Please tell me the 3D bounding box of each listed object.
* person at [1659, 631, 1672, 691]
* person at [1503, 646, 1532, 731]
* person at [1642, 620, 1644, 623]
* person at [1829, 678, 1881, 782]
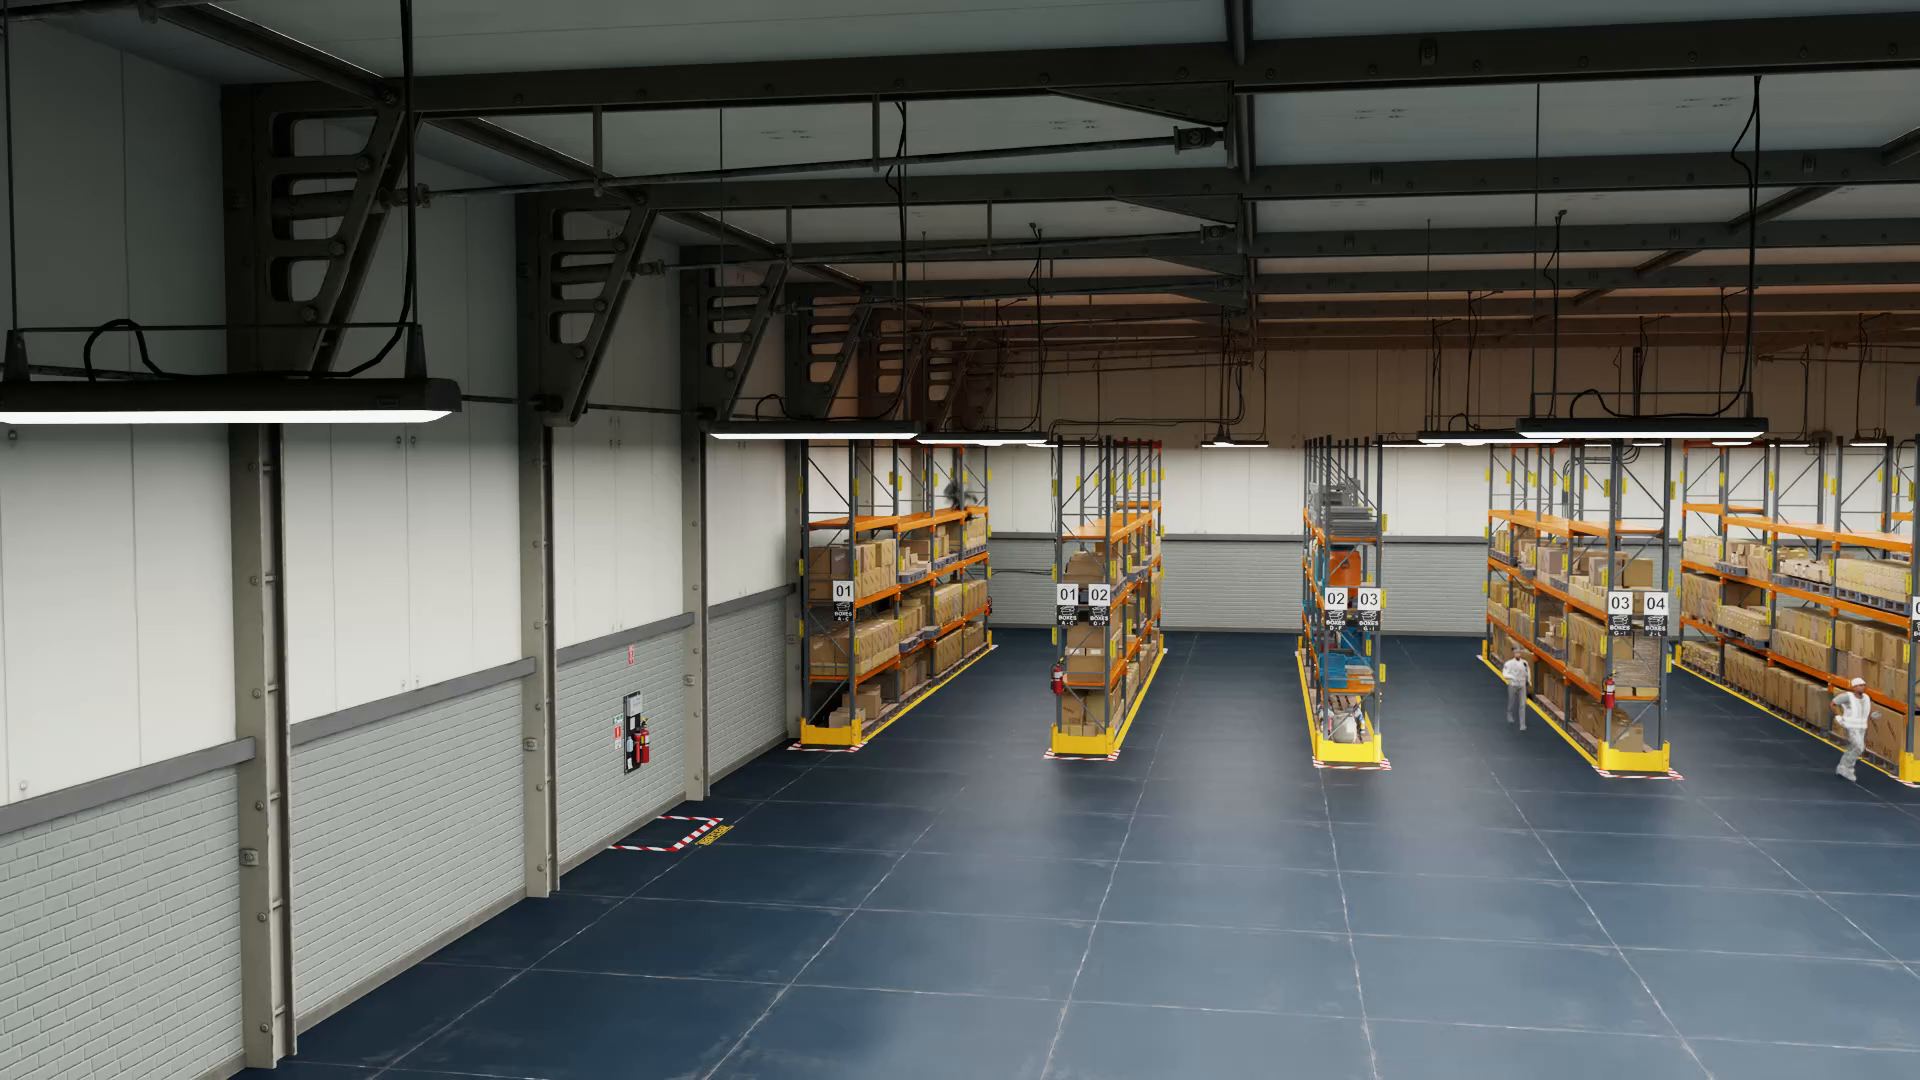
[{"bbox_3d":[16.630,2.681,39.669,0.666,1.767,0.957,0,3,1],"label":"person"},{"bbox_3d":[11.447,3.007,34.143,0.614,1.687,0.942,0,3,4],"label":"person"},{"bbox_3d":[18.808,2.463,45.287,0.531,1.645,0.637,-1,3,-19],"label":"person"},{"bbox_3d":[15.581,3.290,28.904,0.682,1.789,0.730,-1,3,-18],"label":"person"}]
